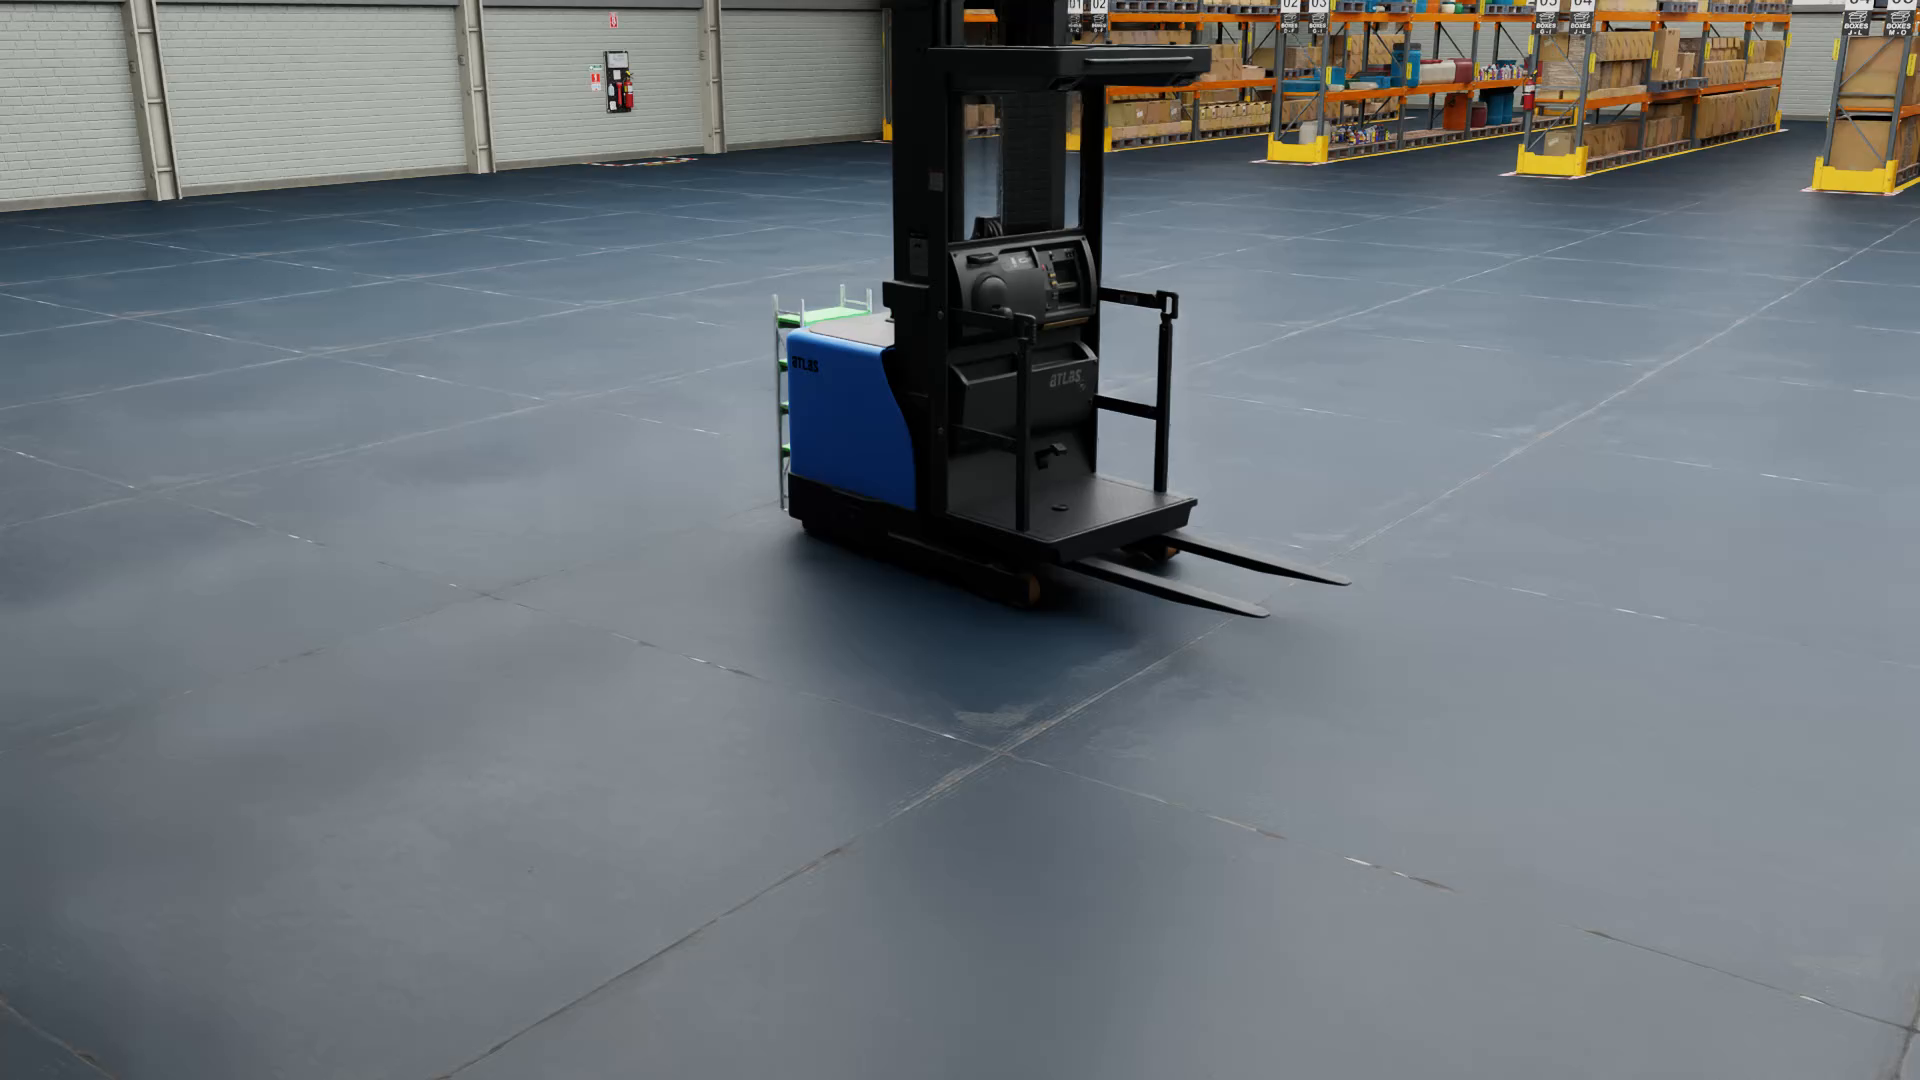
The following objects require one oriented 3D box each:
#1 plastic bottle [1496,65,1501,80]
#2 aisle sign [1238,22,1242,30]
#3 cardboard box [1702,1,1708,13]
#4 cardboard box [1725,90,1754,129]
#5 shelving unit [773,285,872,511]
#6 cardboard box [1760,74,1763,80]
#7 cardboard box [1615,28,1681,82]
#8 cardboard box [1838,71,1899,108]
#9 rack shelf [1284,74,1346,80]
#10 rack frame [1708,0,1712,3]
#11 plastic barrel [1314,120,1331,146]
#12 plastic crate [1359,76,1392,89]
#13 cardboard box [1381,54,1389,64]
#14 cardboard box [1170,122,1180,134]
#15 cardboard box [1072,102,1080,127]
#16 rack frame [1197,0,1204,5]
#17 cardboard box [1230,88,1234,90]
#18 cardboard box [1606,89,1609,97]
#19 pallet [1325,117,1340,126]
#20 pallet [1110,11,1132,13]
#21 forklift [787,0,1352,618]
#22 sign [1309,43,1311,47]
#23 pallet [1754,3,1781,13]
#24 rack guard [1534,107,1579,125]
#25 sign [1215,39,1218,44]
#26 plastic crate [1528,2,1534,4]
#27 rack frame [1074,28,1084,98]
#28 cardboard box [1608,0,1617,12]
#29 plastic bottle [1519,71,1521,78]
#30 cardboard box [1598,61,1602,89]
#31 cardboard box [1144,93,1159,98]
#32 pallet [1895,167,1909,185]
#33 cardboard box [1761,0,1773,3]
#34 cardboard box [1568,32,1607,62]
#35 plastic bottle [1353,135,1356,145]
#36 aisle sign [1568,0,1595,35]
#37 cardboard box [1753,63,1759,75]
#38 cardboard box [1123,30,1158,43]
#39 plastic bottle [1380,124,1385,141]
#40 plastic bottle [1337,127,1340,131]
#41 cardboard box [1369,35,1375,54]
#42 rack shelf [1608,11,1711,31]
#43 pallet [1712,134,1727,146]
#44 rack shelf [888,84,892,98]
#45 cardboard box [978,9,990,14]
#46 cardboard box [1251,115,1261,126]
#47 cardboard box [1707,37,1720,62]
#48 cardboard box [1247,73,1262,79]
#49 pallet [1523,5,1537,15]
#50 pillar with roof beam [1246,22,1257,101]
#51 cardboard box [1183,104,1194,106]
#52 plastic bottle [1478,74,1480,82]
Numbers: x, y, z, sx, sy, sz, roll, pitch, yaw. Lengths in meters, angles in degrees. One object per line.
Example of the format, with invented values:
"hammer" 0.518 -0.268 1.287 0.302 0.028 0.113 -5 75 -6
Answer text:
"plastic bottle" 12.874 -11.217 39.888 0.144 0.351 0.185 12 21 35
"aisle sign" 8.526 -15.688 49.821 0.394 0.787 0.004 12 21 35
"cardboard box" 15.324 -11.156 34.804 0.500 0.250 0.500 12 21 35
"cardboard box" 18.251 -10.233 39.512 0.875 0.875 0.875 12 21 35
"shelving unit" -0.747 -0.774 9.213 0.258 1.200 0.503 16 23 42
"cardboard box" 19.009 -11.105 39.868 0.380 0.149 0.250 13 21 35
"cardboard box" 13.612 -9.650 33.041 1.000 1.000 1.000 13 21 35
"cardboard box" 14.751 -7.313 26.983 0.875 0.550 0.550 12 21 35
"rack shelf" 8.648 -11.836 43.011 1.077 0.370 4.000 12 21 35
"rack frame" 15.410 -12.816 34.841 1.000 3.000 0.127 12 21 35
"plastic barrel" 7.295 -8.223 33.653 0.421 0.512 0.421 0 17 0
"plastic crate" 8.607 -9.491 34.500 0.499 0.251 0.616 12 21 35
"cardboard box" 11.567 -13.259 46.214 0.500 0.500 0.500 13 21 35
"cardboard box" 4.666 -9.371 37.790 0.500 0.250 0.500 12 21 35
"cardboard box" 2.770 -9.223 36.050 0.500 0.500 0.500 12 21 35
"rack frame" 5.073 -13.615 37.413 1.000 3.000 0.127 12 21 35
"cardboard box" 7.976 -13.552 49.739 0.380 0.149 0.250 12 21 34
"cardboard box" 11.744 -8.251 30.678 0.380 0.149 0.250 12 21 35
"pallet" 9.385 -11.123 44.207 1.003 0.211 1.213 12 21 35
"pallet" 3.817 -14.082 44.294 1.213 0.211 1.003 14 22 37
"forklift" 0.460 -1.257 7.849 1.130 2.935 3.031 -16 23 -41
"sign" 9.399 -13.163 44.613 0.100 0.325 0.005 12 21 35
"pallet" 19.017 -12.777 39.920 1.003 0.211 1.213 12 21 35
"rack guard" 16.203 -11.546 45.082 1.175 0.500 0.348 12 21 35
"sign" 7.800 -15.033 50.503 0.100 0.325 0.005 12 21 35
"plastic crate" 15.068 -13.820 43.234 0.504 0.338 0.767 12 21 35
"rack frame" 3.476 -12.577 44.187 1.000 3.000 0.127 12 21 35
"cardboard box" 11.440 -9.600 29.794 0.500 0.250 0.500 12 21 33
"plastic bottle" 13.793 -11.501 41.056 0.097 0.201 0.097 0 17 0
"cardboard box" 11.195 -8.502 30.394 0.875 0.500 0.500 12 21 35
"cardboard box" 5.049 -12.314 46.255 0.750 0.750 0.750 13 22 36
"pallet" 15.707 -6.307 28.698 1.003 0.211 1.213 12 21 35
"cardboard box" 18.961 -13.056 39.627 0.700 0.500 0.500 14 22 37
"cardboard box" 11.190 -8.796 29.655 0.500 0.500 0.500 12 21 35
"plastic bottle" 8.058 -8.196 34.056 0.097 0.201 0.097 0 17 0
"aisle sign" 10.847 -9.220 28.991 0.394 0.787 0.004 12 21 35
"cardboard box" 18.584 -11.158 39.367 0.500 0.250 0.500 12 21 34
"cardboard box" 3.917 -10.952 36.597 0.700 0.500 0.500 12 21 35
"plastic bottle" 8.897 -8.615 35.151 0.144 0.351 0.185 12 21 33
"plastic bottle" 7.990 -8.591 35.188 0.061 0.283 0.133 14 22 37
"cardboard box" 10.960 -13.488 45.267 0.500 0.500 0.500 12 21 33
"rack shelf" 14.218 -10.564 33.859 1.077 0.370 4.000 12 21 35
"pallet" 16.668 -9.083 37.638 1.003 0.211 1.213 12 21 35
"rack shelf" -0.099 -10.805 39.692 1.077 0.370 4.000 12 21 35
"cardboard box" 0.379 -12.693 39.301 0.500 0.500 0.500 11 21 33
"cardboard box" 7.034 -10.298 40.777 0.500 0.250 0.500 12 21 34
"cardboard box" 16.249 -10.804 36.617 0.797 0.503 0.637 13 21 36
"cardboard box" 7.142 -11.320 40.561 0.380 0.149 0.250 12 21 35
"pallet" 13.427 -12.918 40.544 1.213 0.211 1.003 12 21 35
"pillar with roof beam" 12.614 -17.383 49.546 9.100 9.000 0.400 12 21 35
"cardboard box" 5.389 -10.177 39.442 0.500 0.311 0.500 13 22 36
"plastic bottle" 12.099 -10.824 38.875 0.097 0.201 0.097 0 17 0
